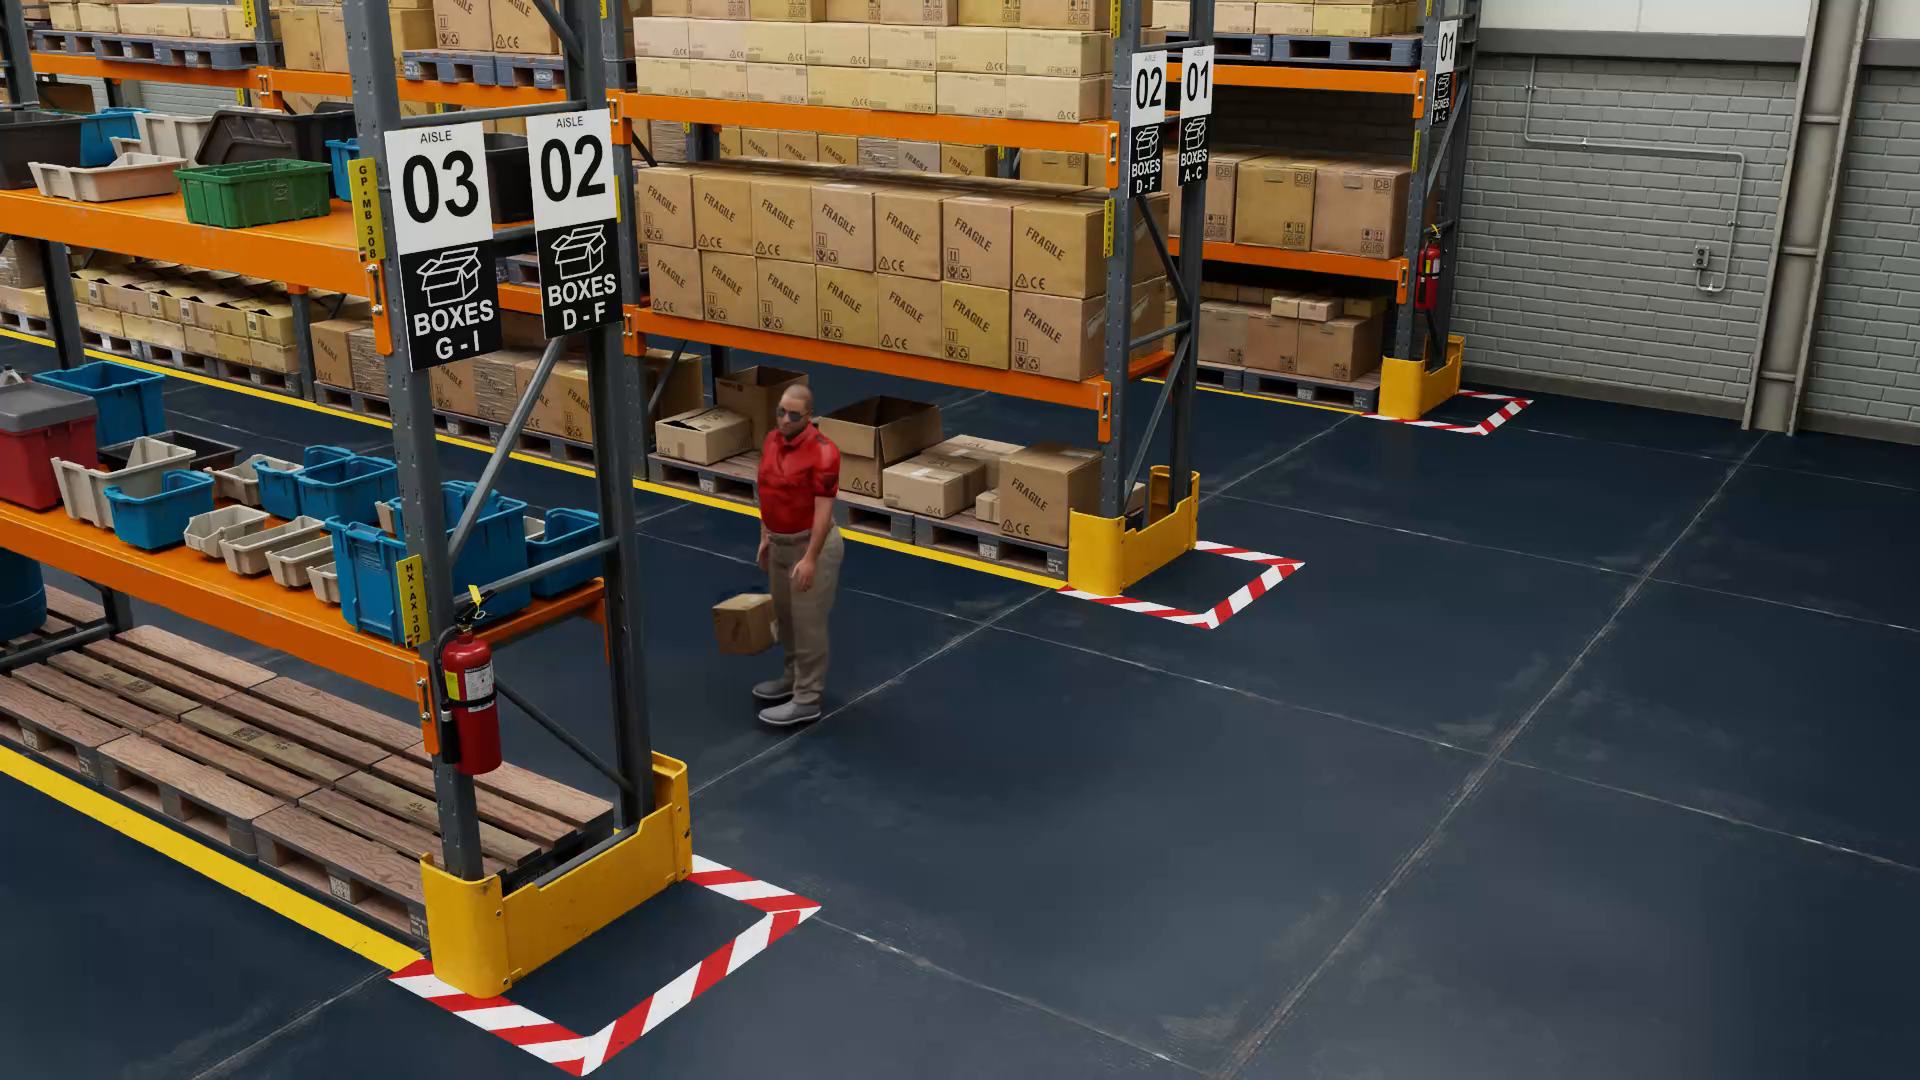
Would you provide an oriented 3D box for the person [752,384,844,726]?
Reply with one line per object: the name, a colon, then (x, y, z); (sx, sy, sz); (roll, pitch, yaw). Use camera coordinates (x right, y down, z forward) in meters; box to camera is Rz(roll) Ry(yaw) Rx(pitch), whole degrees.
person: (-0.884, 0.067, 8.341); (0.514, 1.735, 0.580); (-17, 25, -39)
